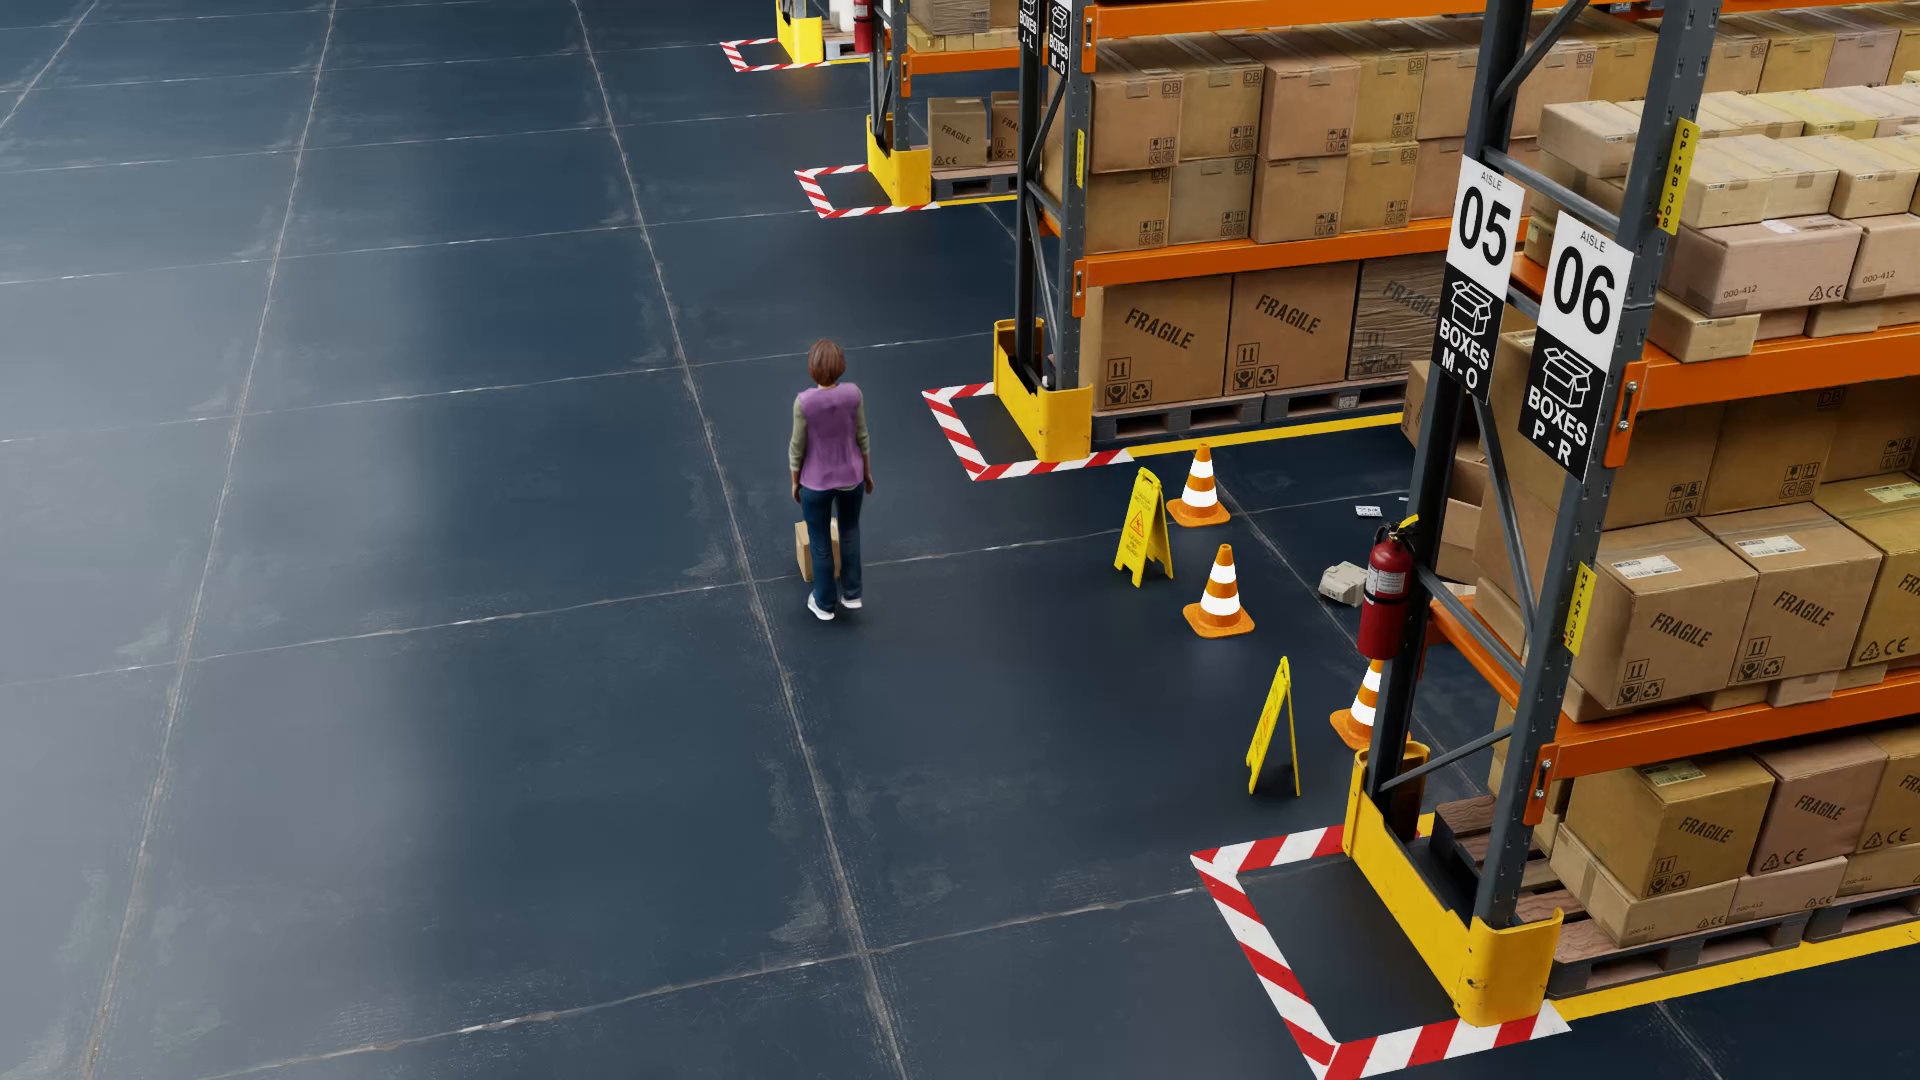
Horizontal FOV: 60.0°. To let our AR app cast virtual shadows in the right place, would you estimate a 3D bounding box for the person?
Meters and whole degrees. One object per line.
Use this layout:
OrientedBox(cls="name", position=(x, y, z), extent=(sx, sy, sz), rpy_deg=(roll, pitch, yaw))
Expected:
OrientedBox(cls="person", position=(-0.673, -0.292, 8.725), extent=(0.451, 1.639, 0.309), rpy_deg=(-11, 32, -18))
